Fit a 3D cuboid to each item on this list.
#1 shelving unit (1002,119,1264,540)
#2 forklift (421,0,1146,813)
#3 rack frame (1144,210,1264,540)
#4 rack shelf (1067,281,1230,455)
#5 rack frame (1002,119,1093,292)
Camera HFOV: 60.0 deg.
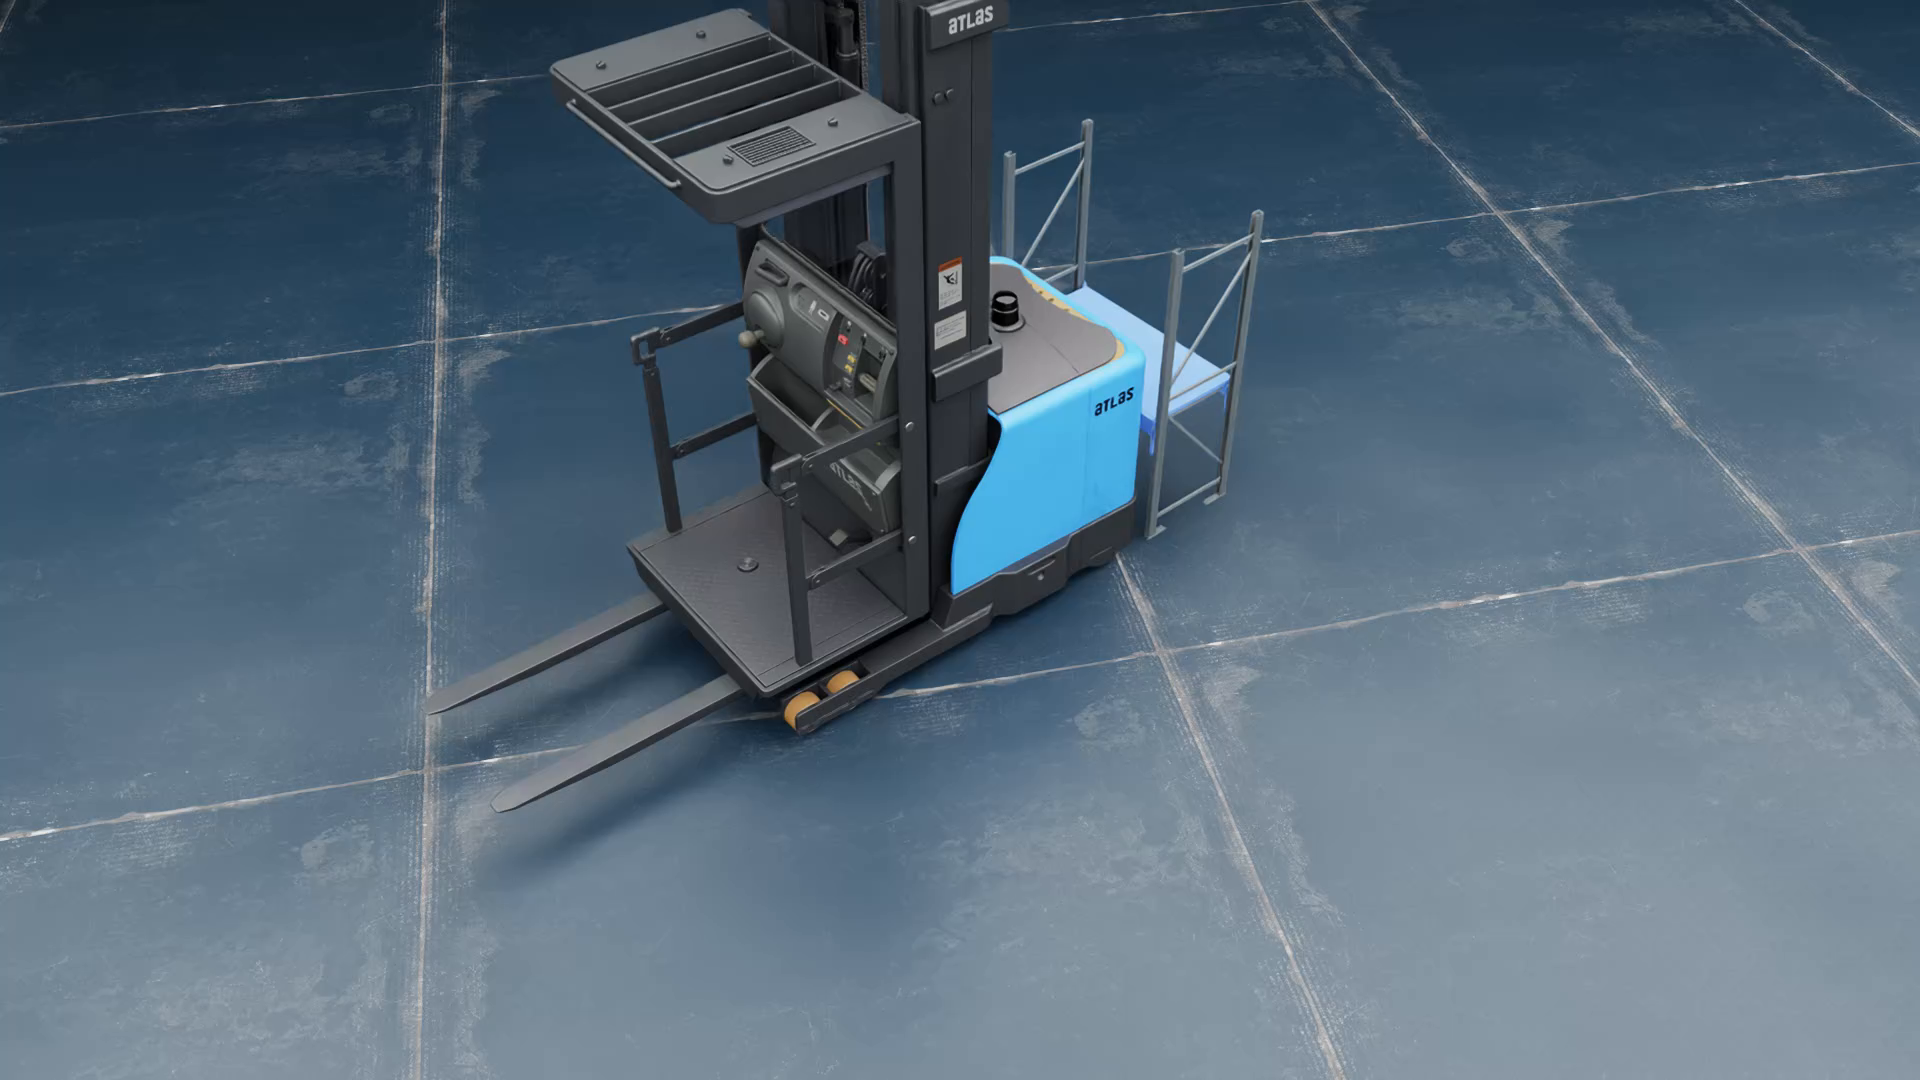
[{"bbox_3d":[0.713,-0.935,7.455,0.538,1.500,1.048,-29,49,-28],"label":"shelving unit"},{"bbox_3d":[-0.698,-0.722,6.137,3.031,2.935,1.130,-27,48,-27],"label":"forklift"},{"bbox_3d":[1.038,-0.675,7.162,0.500,1.500,0.032,-29,49,-28],"label":"rack frame"},{"bbox_3d":[0.713,-0.800,7.574,0.538,0.185,1.000,-29,49,-28],"label":"rack shelf"},{"bbox_3d":[0.389,-1.195,7.748,0.500,1.500,0.032,-29,49,-28],"label":"rack frame"}]
